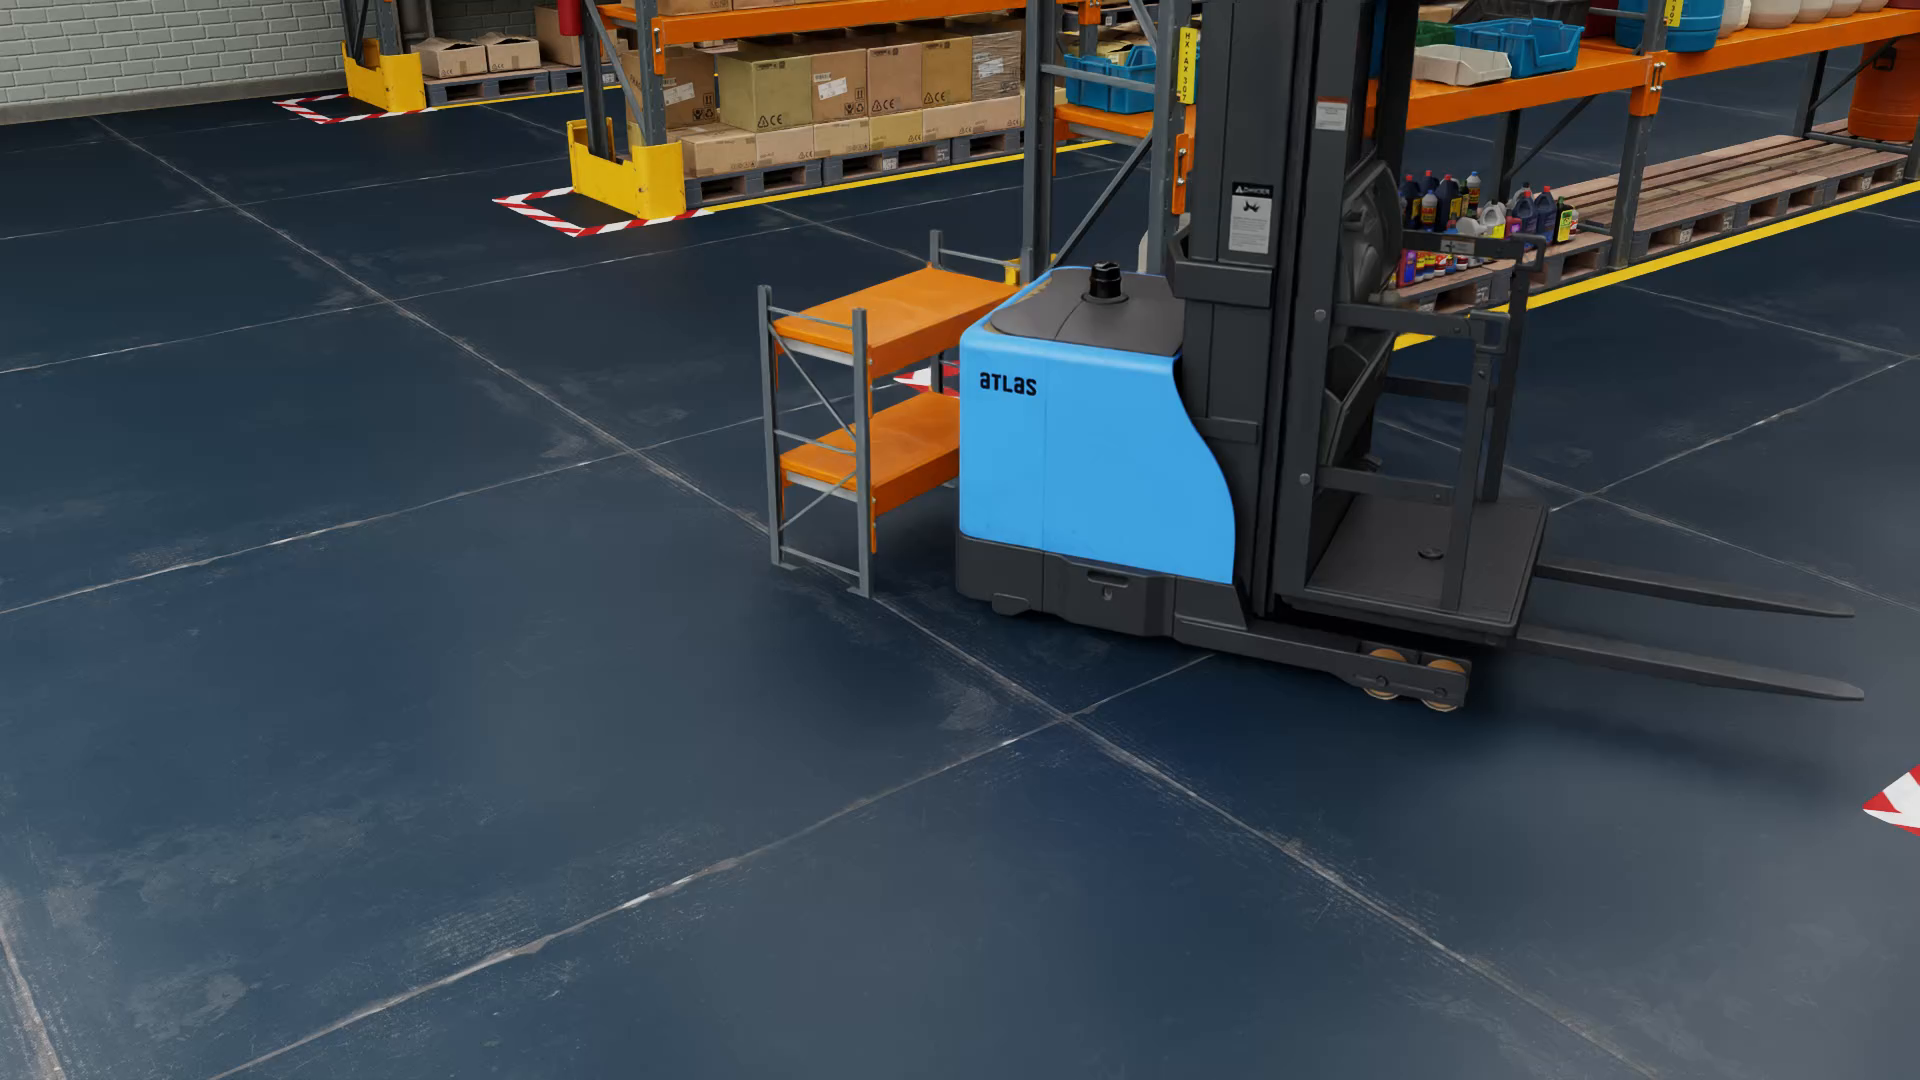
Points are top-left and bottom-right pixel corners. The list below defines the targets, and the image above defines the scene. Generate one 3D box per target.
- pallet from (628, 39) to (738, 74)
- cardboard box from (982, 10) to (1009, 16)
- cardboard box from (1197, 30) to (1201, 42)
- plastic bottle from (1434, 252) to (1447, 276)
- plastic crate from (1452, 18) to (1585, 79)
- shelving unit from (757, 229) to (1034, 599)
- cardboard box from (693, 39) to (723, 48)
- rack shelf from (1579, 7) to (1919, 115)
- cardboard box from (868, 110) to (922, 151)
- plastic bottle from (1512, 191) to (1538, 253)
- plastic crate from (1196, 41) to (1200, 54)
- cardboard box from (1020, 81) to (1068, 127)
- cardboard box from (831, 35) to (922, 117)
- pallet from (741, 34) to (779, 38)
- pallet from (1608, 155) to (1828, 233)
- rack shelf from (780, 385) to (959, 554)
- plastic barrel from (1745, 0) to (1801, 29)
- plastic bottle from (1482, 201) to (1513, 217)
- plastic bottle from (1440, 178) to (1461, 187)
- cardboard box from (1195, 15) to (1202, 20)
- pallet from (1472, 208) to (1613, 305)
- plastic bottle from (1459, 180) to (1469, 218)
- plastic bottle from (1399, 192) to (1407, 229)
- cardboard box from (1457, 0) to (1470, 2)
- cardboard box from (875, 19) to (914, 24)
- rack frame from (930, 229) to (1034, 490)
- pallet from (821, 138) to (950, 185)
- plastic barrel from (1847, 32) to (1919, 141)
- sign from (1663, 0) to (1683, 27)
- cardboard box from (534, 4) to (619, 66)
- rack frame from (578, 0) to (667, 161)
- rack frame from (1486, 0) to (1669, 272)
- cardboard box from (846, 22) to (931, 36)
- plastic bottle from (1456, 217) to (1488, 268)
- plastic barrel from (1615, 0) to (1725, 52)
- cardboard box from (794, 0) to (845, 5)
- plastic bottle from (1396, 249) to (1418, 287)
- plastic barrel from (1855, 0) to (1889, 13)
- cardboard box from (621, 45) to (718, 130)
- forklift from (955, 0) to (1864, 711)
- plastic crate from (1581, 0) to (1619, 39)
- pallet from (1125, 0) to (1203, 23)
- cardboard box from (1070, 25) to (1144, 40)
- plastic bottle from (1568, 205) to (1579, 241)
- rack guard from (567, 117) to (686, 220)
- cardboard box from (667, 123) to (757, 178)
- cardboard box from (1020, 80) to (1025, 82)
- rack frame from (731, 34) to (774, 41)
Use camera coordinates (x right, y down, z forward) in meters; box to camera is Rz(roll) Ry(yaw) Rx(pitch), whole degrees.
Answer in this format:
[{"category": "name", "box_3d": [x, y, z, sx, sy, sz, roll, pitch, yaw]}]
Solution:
[{"category": "pallet", "box_3d": [-2.797, -5.043, 17.365, 1.213, 0.211, 1.003, -18, 31, -34]}, {"category": "cardboard box", "box_3d": [0.323, -6.394, 19.411, 0.500, 0.500, 0.700, -18, 30, -33]}, {"category": "cardboard box", "box_3d": [2.052, -4.339, 14.638, 0.500, 0.311, 0.500, -19, 31, -36]}, {"category": "plastic bottle", "box_3d": [2.721, -1.612, 9.461, 0.097, 0.201, 0.097, 0, 25, 0]}, {"category": "plastic crate", "box_3d": [3.119, -2.767, 9.326, 0.616, 0.251, 0.499, -18, 31, -34]}, {"category": "shelving unit", "box_3d": [-0.225, -0.527, 6.550, 0.538, 1.125, 1.048, 18, 30, 33]}, {"category": "cardboard box", "box_3d": [-2.693, -5.259, 17.362, 0.380, 0.166, 0.250, 22, 33, 39]}, {"category": "rack shelf", "box_3d": [5.397, -3.405, 11.378, 4.000, 0.370, 1.077, -18, 31, -34]}, {"category": "cardboard box", "box_3d": [-0.638, -3.213, 12.877, 0.500, 0.250, 0.500, -18, 31, -34]}, {"category": "plastic bottle", "box_3d": [3.343, -1.897, 9.899, 0.185, 0.351, 0.144, -20, 32, -37]}, {"category": "plastic crate", "box_3d": [1.399, -2.501, 8.753, 0.408, 0.251, 0.499, -18, 31, -34]}, {"category": "cardboard box", "box_3d": [0.539, -3.604, 13.720, 0.500, 0.250, 0.500, -18, 31, -34]}, {"category": "cardboard box", "box_3d": [-0.637, -3.553, 12.718, 0.500, 0.500, 0.500, -18, 31, -34]}, {"category": "pallet", "box_3d": [-1.679, -5.432, 18.203, 1.213, 0.211, 1.003, -18, 31, -34]}, {"category": "pallet", "box_3d": [5.378, -2.483, 11.849, 1.213, 0.211, 1.003, -18, 31, -34]}, {"category": "rack shelf", "box_3d": [-0.225, -0.306, 6.653, 0.538, 0.278, 1.000, 18, 30, 33]}, {"category": "plastic barrel", "box_3d": [5.288, -3.640, 10.869, 0.433, 0.535, 0.433, 0, 25, 0]}, {"category": "plastic bottle", "box_3d": [3.232, -1.906, 10.006, 0.135, 0.276, 0.152, -18, 31, -34]}, {"category": "plastic bottle", "box_3d": [3.064, -2.145, 10.522, 0.135, 0.276, 0.152, -17, 30, -32]}, {"category": "cardboard box", "box_3d": [2.513, -4.781, 15.589, 0.500, 0.311, 0.500, -19, 31, -35]}, {"category": "pallet", "box_3d": [3.269, -1.786, 10.348, 1.213, 0.211, 1.003, -18, 31, -34]}, {"category": "plastic bottle", "box_3d": [3.130, -2.114, 10.445, 0.133, 0.283, 0.061, -18, 31, -34]}, {"category": "plastic bottle", "box_3d": [2.690, -2.002, 10.219, 0.097, 0.271, 0.097, 0, 25, 0]}, {"category": "cardboard box", "box_3d": [5.258, -5.249, 16.943, 0.500, 0.500, 0.500, -19, 31, -35]}, {"category": "cardboard box", "box_3d": [-0.919, -6.026, 18.618, 0.500, 0.500, 0.700, -18, 30, -33]}, {"category": "rack frame", "box_3d": [0.084, -0.697, 6.916, 0.500, 1.125, 0.032, 18, 30, 33]}, {"category": "pallet", "box_3d": [-0.843, -3.078, 13.130, 1.213, 0.211, 1.003, -18, 31, -34]}, {"category": "plastic barrel", "box_3d": [7.345, -3.590, 13.001, 0.708, 0.830, 0.600, -18, 31, -34]}, {"category": "sign", "box_3d": [4.154, -3.152, 9.650, 0.005, 0.325, 0.100, -18, 31, -34]}, {"category": "cardboard box", "box_3d": [-3.781, -4.993, 16.391, 0.500, 0.500, 0.700, -21, 32, -37]}, {"category": "rack frame", "box_3d": [-2.378, -3.815, 11.406, 0.127, 3.000, 1.000, -18, 31, -34]}, {"category": "rack frame", "box_3d": [3.823, -3.212, 10.108, 0.127, 3.000, 1.000, -18, 31, -34]}, {"category": "cardboard box", "box_3d": [-0.576, -3.861, 13.382, 0.500, 0.500, 0.500, -18, 31, -34]}, {"category": "plastic bottle", "box_3d": [2.958, -1.739, 9.646, 0.135, 0.276, 0.152, -18, 30, -33]}, {"category": "plastic barrel", "box_3d": [4.314, -3.439, 10.002, 0.708, 0.901, 0.600, -18, 31, -34]}, {"category": "cardboard box", "box_3d": [-1.199, -4.242, 12.209, 0.500, 0.500, 0.700, -18, 30, -34]}, {"category": "plastic bottle", "box_3d": [2.484, -1.561, 9.254, 0.133, 0.283, 0.061, -18, 30, -33]}, {"category": "plastic barrel", "box_3d": [6.293, -3.964, 11.595, 0.421, 0.512, 0.421, 0, 25, 0]}, {"category": "cardboard box", "box_3d": [-2.140, -3.336, 12.252, 0.500, 0.500, 0.500, -18, 31, -34]}, {"category": "forklift", "box_3d": [1.547, -1.015, 5.456, 3.031, 2.935, 1.130, 10, 27, 21]}, {"category": "plastic crate", "box_3d": [4.015, -3.468, 10.584, 0.583, 0.464, 0.402, -18, 31, -34]}, {"category": "pallet", "box_3d": [2.484, -6.763, 21.072, 1.213, 0.211, 1.003, -18, 31, -34]}, {"category": "cardboard box", "box_3d": [1.317, -4.389, 14.745, 0.500, 0.311, 0.500, -17, 30, -33]}, {"category": "plastic bottle", "box_3d": [3.730, -1.945, 10.179, 0.097, 0.201, 0.097, 0, 25, 0]}, {"category": "rack guard", "box_3d": [-2.397, -2.675, 11.919, 0.348, 0.500, 1.175, -18, 31, -34]}, {"category": "cardboard box", "box_3d": [-1.819, -2.824, 12.038, 0.500, 0.250, 0.500, -18, 31, -34]}, {"category": "cardboard box", "box_3d": [0.217, -3.777, 14.093, 0.500, 0.250, 0.500, -18, 31, -34]}, {"category": "rack frame", "box_3d": [-2.290, -6.494, 17.179, 0.127, 3.000, 1.000, -18, 31, -34]}]
